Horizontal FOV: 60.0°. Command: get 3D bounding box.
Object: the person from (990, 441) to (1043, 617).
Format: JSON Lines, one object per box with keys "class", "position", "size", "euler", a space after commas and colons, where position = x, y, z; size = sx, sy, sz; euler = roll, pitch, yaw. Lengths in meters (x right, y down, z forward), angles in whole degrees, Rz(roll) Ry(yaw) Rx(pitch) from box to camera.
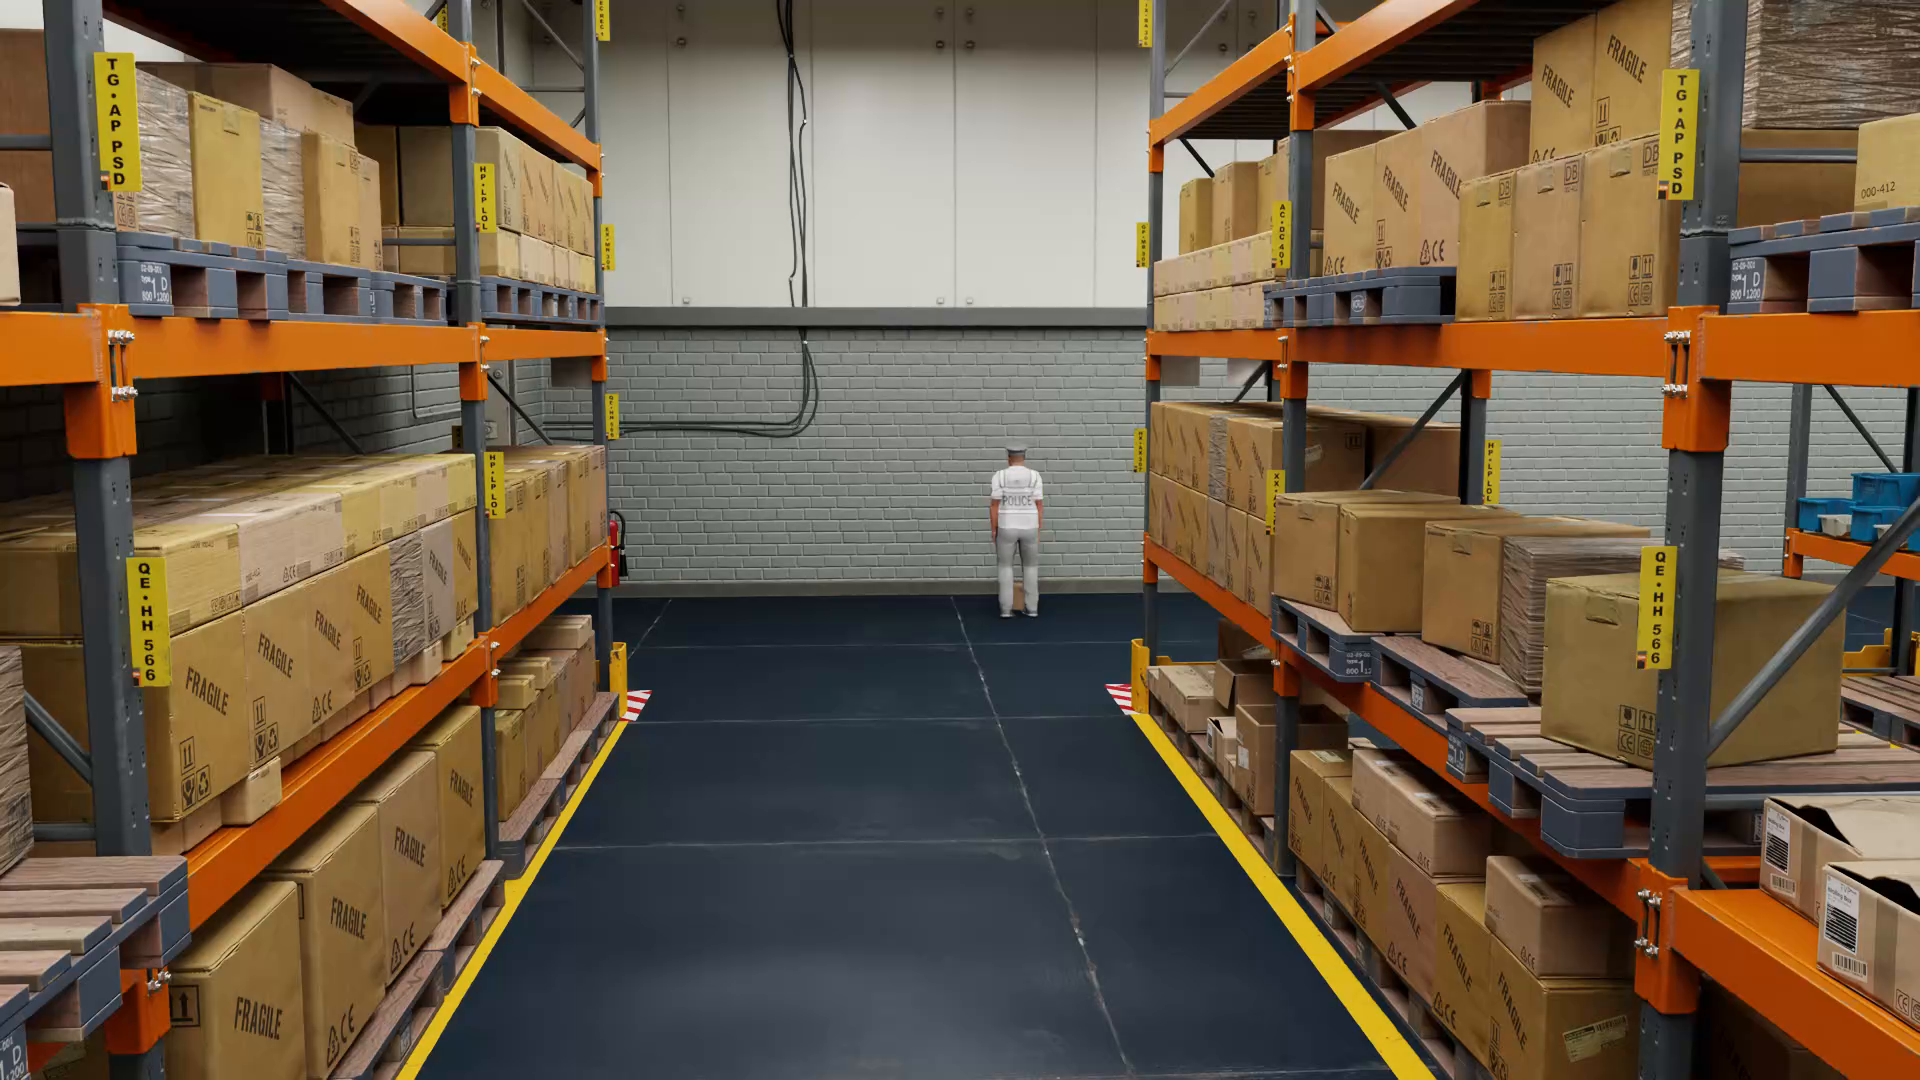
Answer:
{"class": "person", "position": [0.558, -0.104, 16.586], "size": [0.526, 1.762, 0.393], "euler": [0, 7, -3]}
